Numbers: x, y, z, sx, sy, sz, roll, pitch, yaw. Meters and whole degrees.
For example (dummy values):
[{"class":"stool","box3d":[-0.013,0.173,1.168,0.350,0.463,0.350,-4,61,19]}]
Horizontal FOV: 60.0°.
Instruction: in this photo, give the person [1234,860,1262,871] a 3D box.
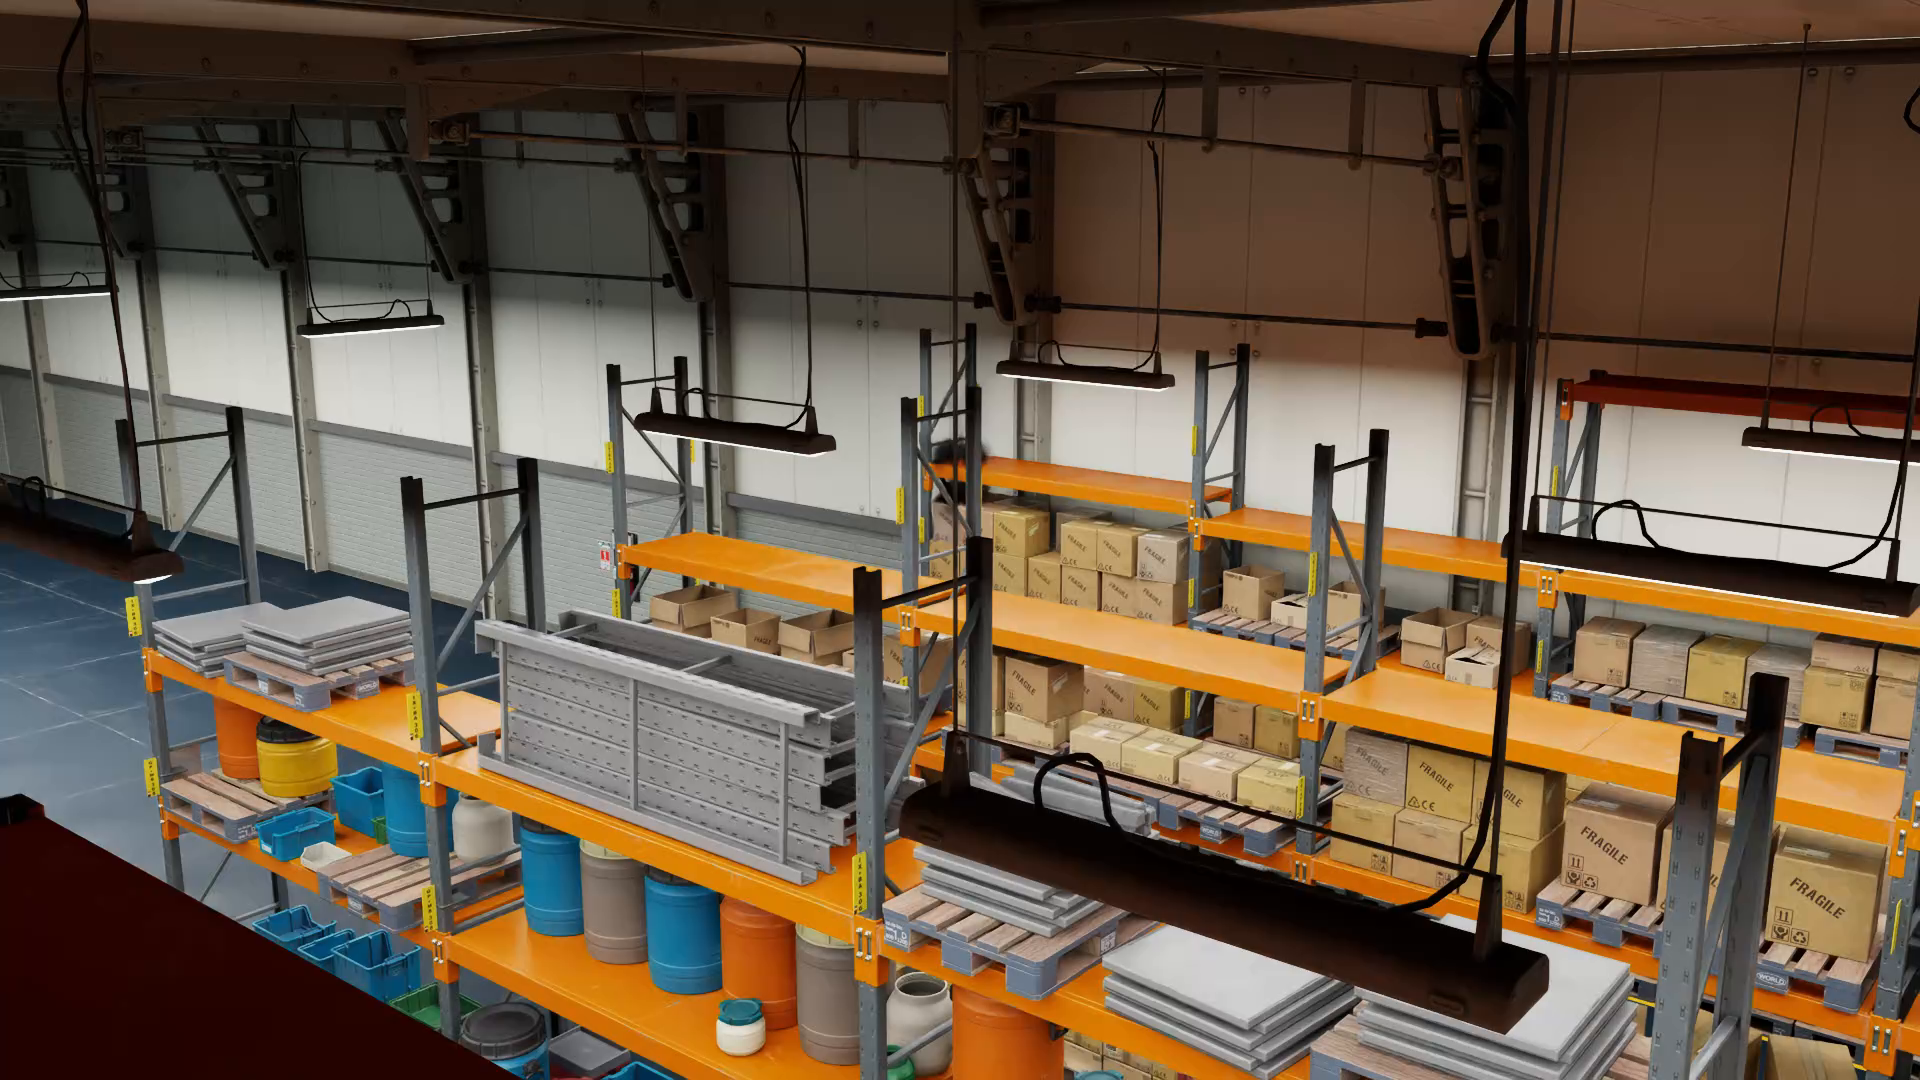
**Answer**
[{"class":"person","box3d":[2.835,3.806,15.775,0.631,1.639,0.626,8,15,32]}]
